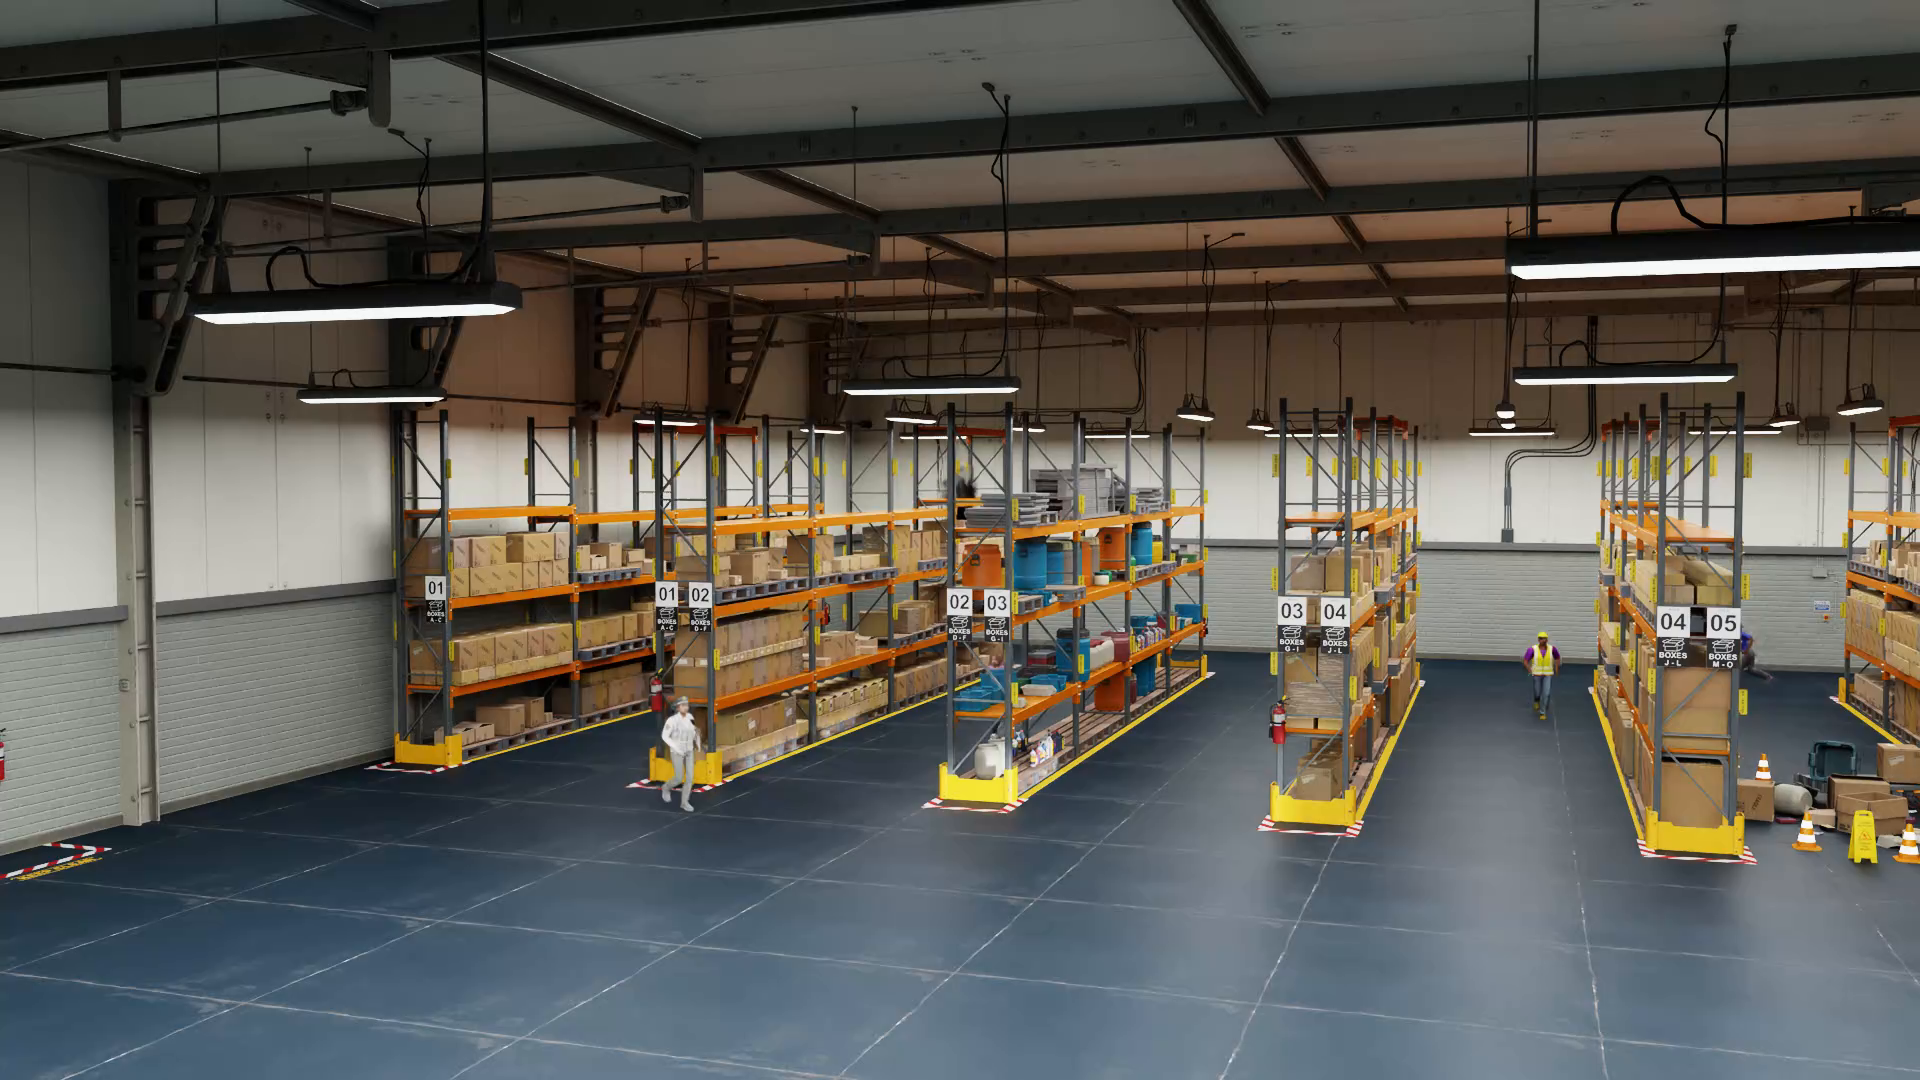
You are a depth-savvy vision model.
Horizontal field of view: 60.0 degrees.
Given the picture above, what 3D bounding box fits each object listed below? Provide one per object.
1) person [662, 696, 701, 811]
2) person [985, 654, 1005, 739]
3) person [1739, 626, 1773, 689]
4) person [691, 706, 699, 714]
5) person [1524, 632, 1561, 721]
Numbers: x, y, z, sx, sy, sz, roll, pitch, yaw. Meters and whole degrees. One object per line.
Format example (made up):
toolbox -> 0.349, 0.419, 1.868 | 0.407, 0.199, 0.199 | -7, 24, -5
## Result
person -> -4.116, 3.122, 24.520 | 0.644, 1.681, 0.651 | -2, 3, -43
person -> 0.672, 2.901, 30.955 | 0.542, 1.573, 0.661 | 1, 3, 16
person -> 17.780, 2.632, 37.352 | 0.956, 1.615, 0.600 | 0, 2, 8
person -> -4.660, 2.845, 30.331 | 0.625, 1.786, 0.770 | 0, 2, 9
person -> 11.667, 2.710, 33.311 | 0.711, 1.754, 0.834 | 1, 3, 14
